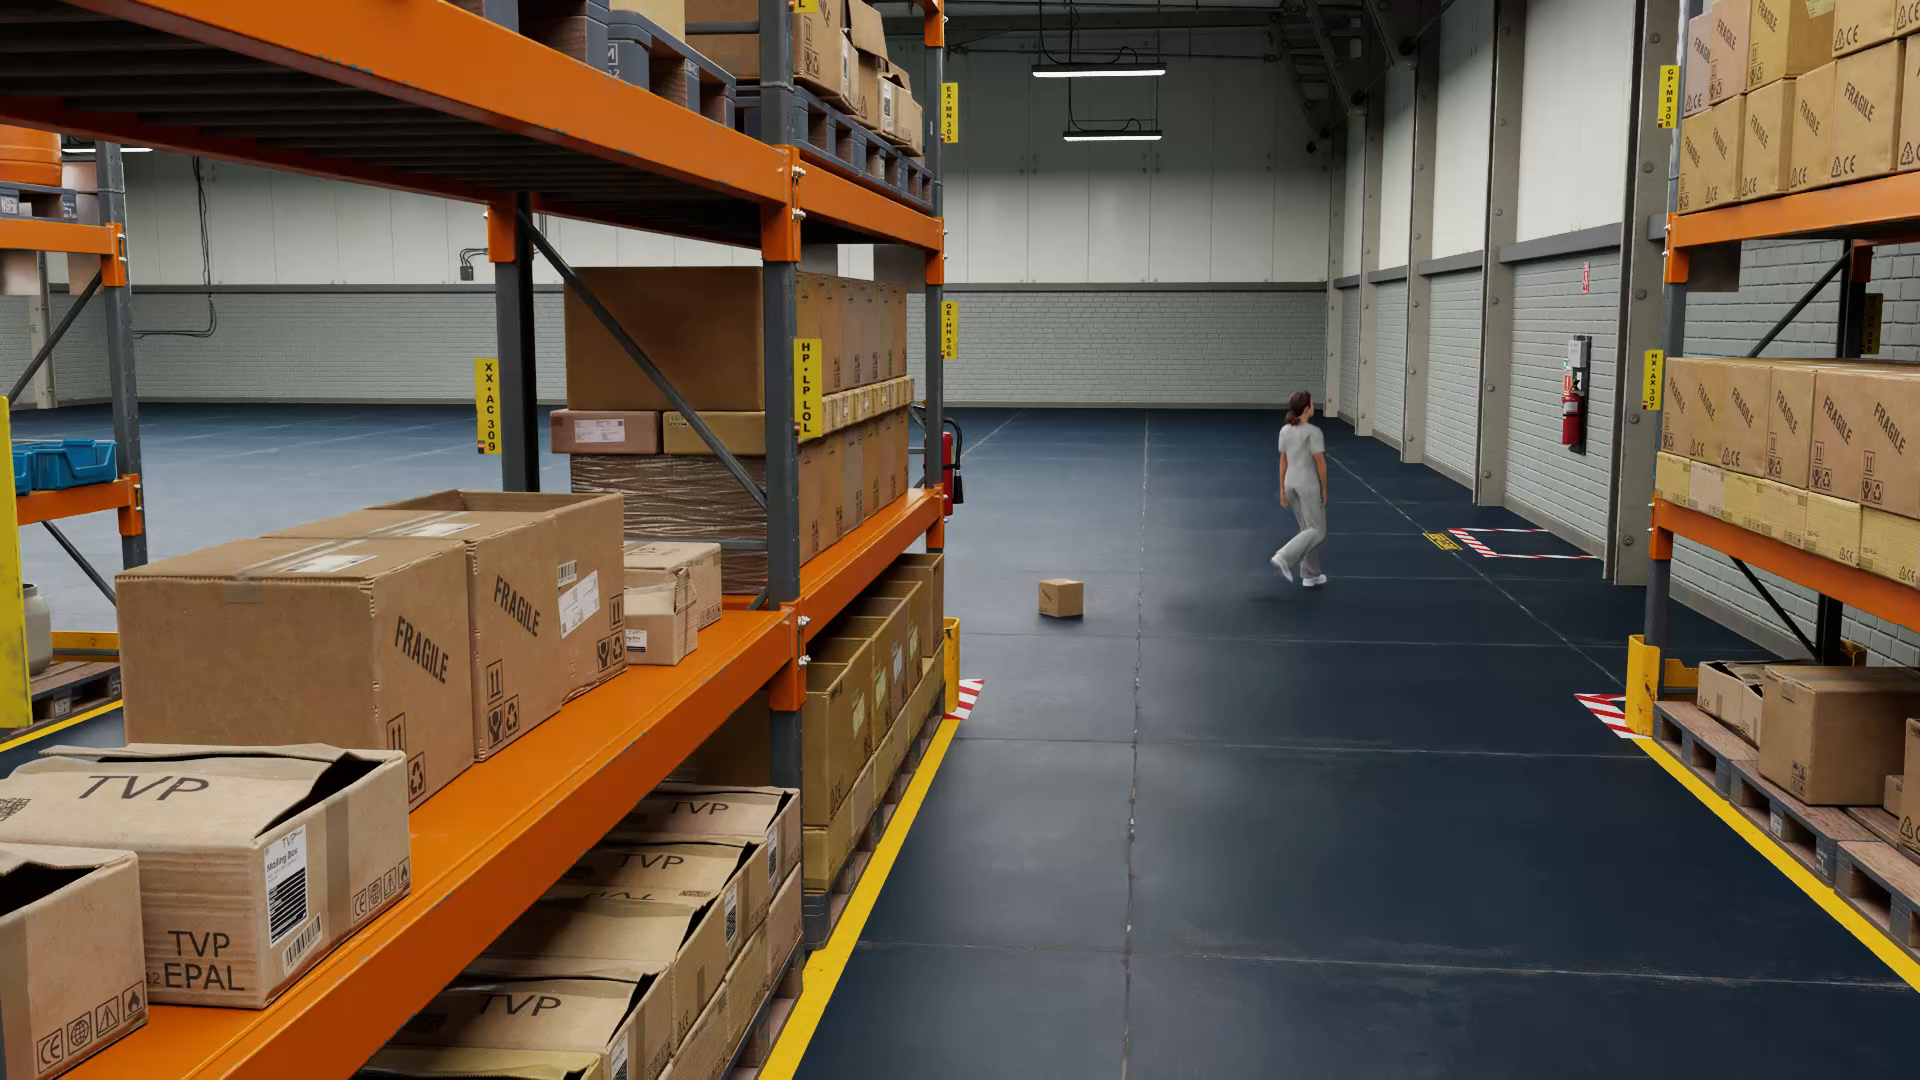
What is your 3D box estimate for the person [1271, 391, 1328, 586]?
[{"bbox_3d":[2.838,-0.415,13.808,0.794,1.645,0.449,-6,10,-36],"label":"person"}]
